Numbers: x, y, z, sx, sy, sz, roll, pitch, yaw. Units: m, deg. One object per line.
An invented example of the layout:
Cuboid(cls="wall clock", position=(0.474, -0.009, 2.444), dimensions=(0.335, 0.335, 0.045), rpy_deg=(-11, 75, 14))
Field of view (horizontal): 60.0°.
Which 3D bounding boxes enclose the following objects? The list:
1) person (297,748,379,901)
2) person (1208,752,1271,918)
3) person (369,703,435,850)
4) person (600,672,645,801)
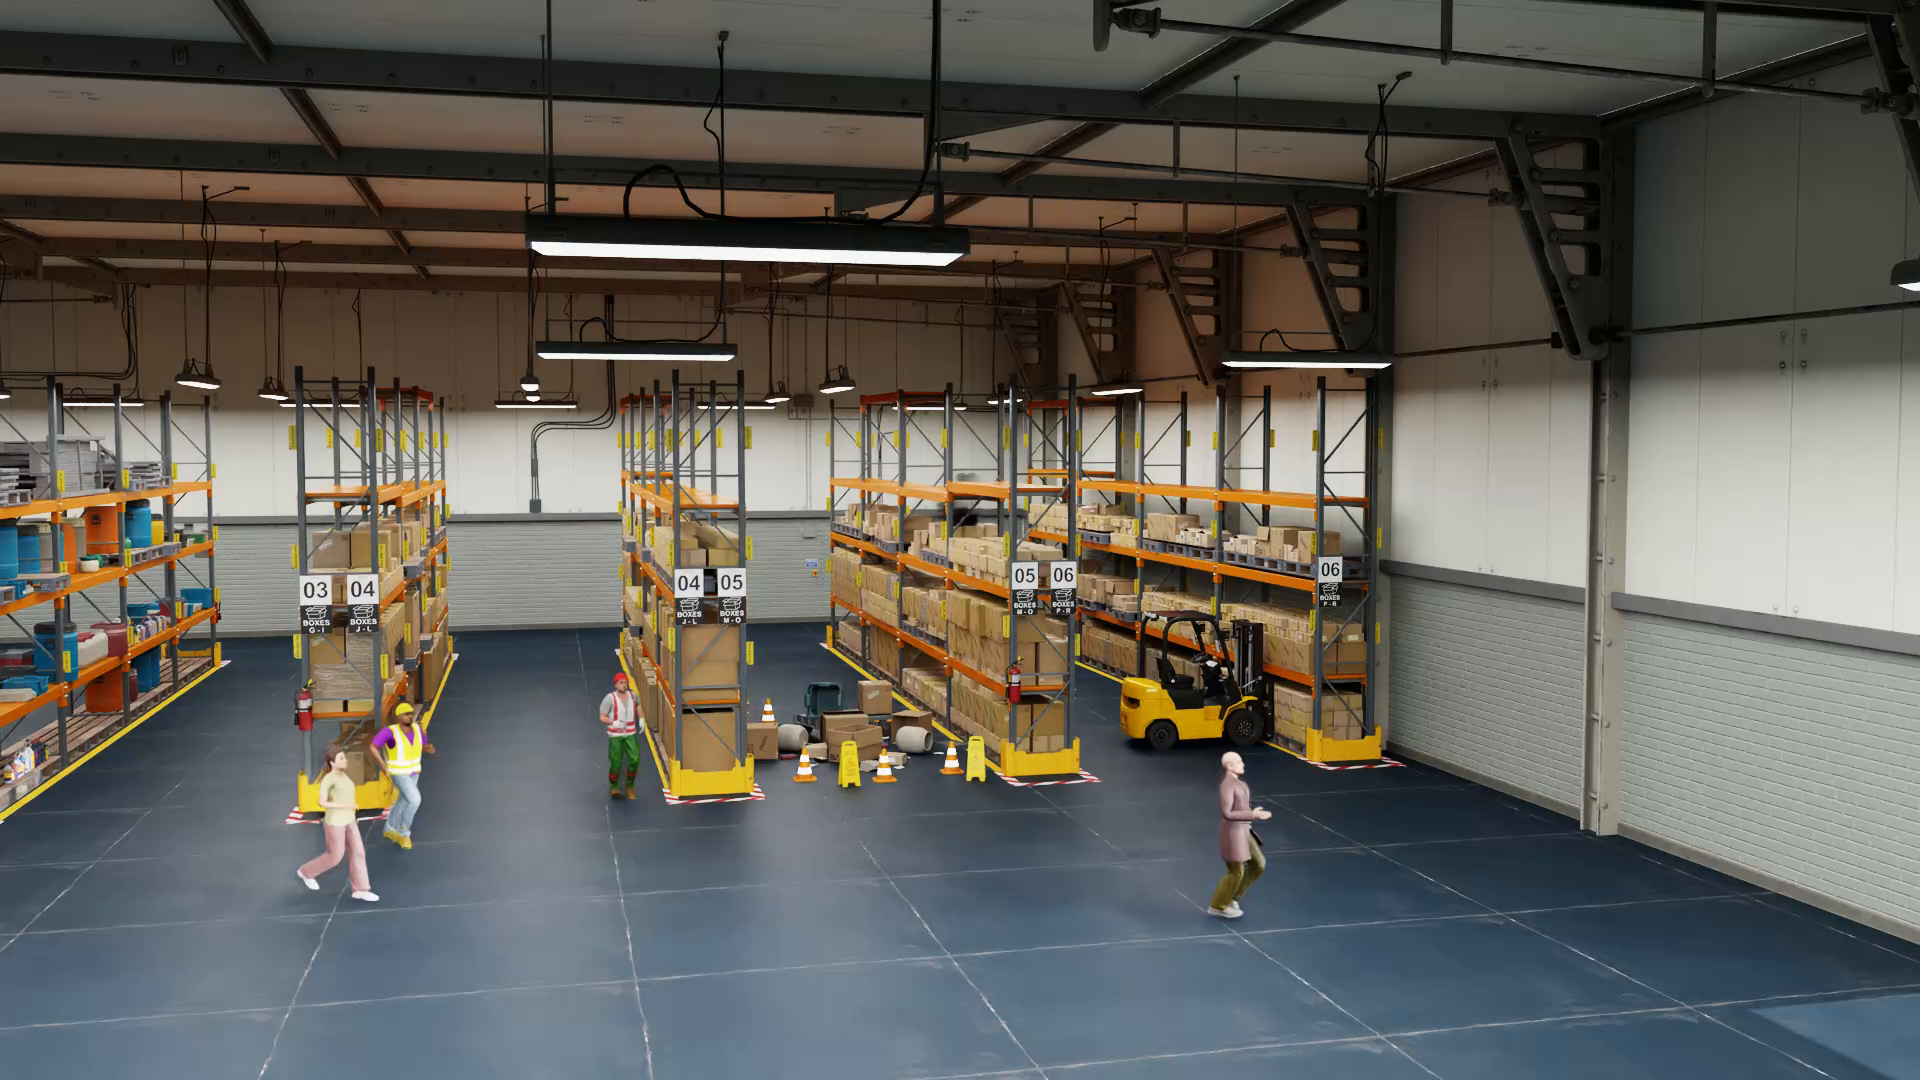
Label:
Cuboid(cls="person", position=(-6.758, 3.083, 18.059), dimensions=(0.935, 1.663, 0.578), rpy_deg=(1, 3, 12))
Cuboid(cls="person", position=(2.931, 3.090, 17.340), dimensions=(0.681, 1.768, 0.693), rpy_deg=(1, 4, 24))
Cuboid(cls="person", position=(-6.840, 2.914, 20.542), dimensions=(0.747, 1.823, 0.661), rpy_deg=(2, 4, 27))
Cuboid(cls="person", position=(-4.665, 2.746, 23.102), dimensions=(0.690, 1.820, 0.710), rpy_deg=(-2, 4, -30))
